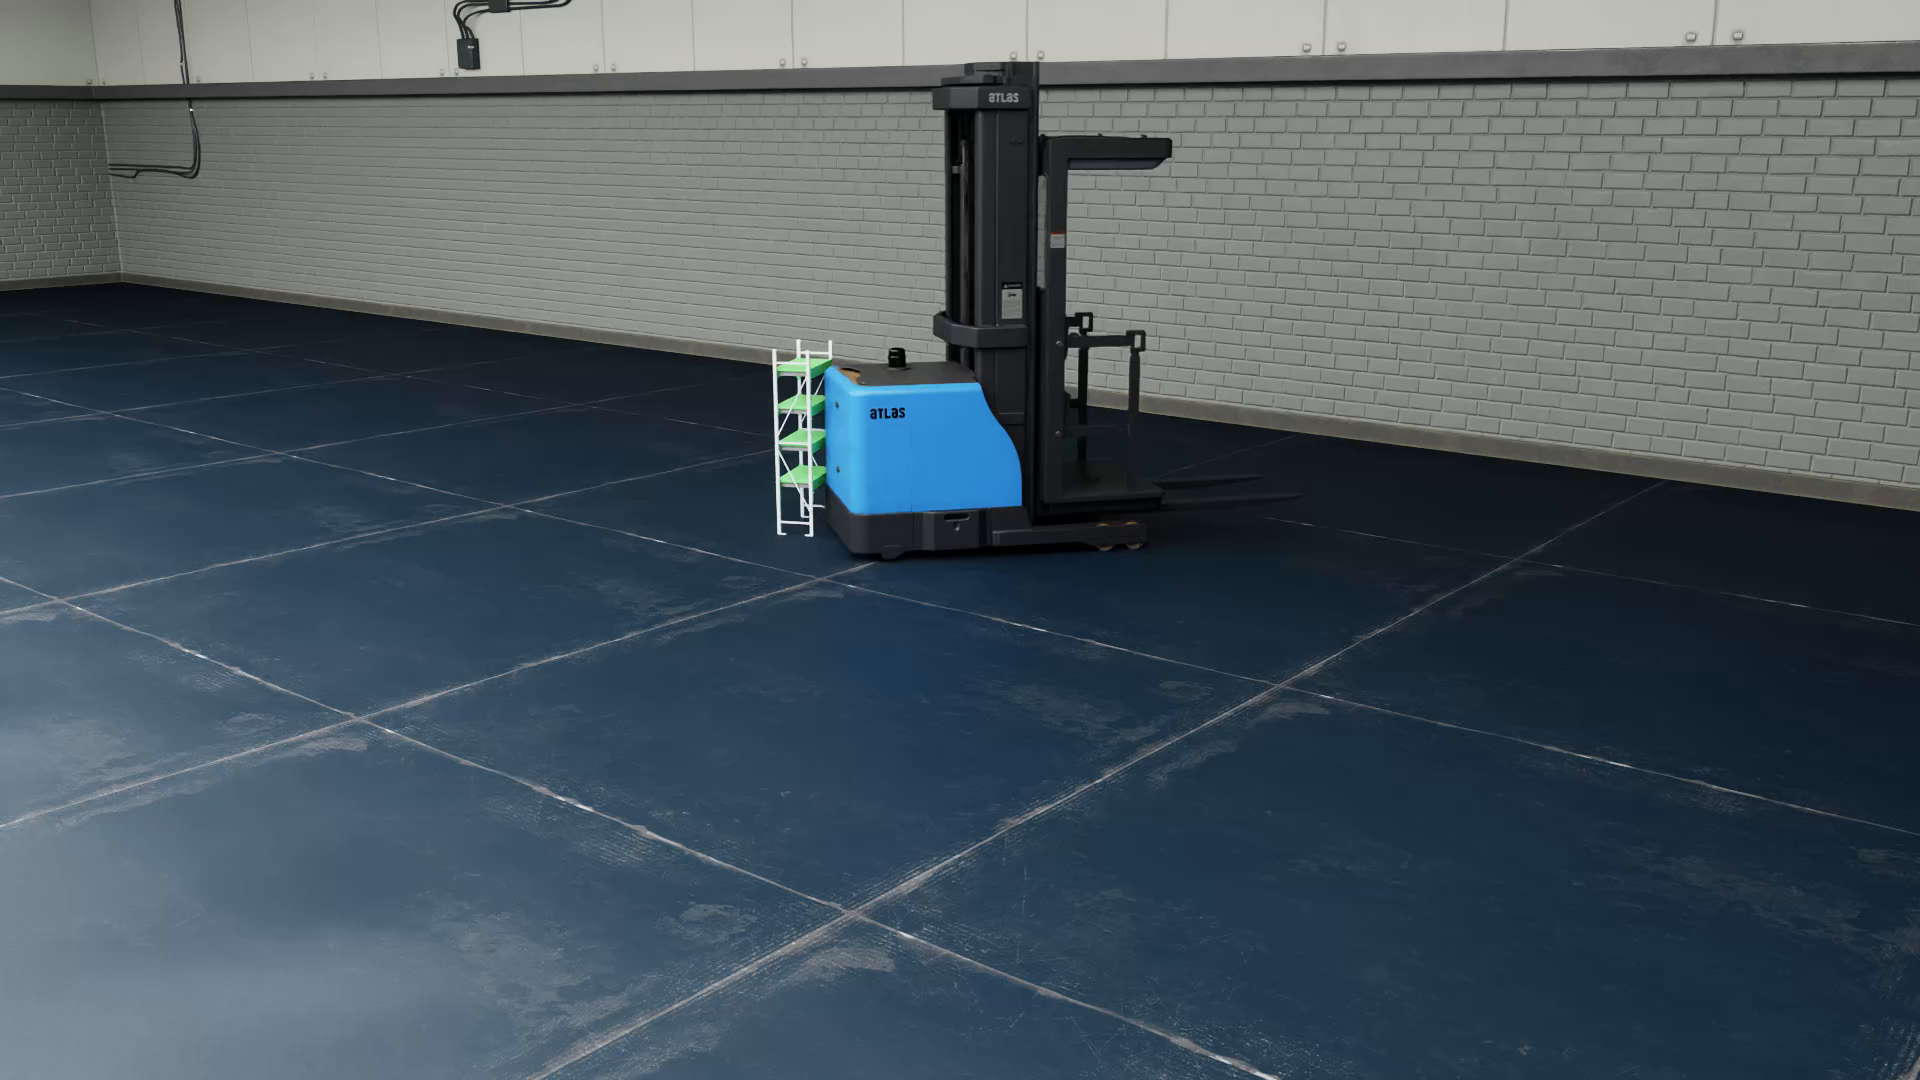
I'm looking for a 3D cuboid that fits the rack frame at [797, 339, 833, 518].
[{"bbox_3d":[-0.955,-0.730,11.060,0.240,1.200,0.015,3,15,12],"label":"rack frame"}]

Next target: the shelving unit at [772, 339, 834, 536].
[{"bbox_3d":[-1.008,-0.672,10.830,0.258,1.200,0.503,3,15,12],"label":"shelving unit"}]

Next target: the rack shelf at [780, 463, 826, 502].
[{"bbox_3d":[-1.008,-0.377,10.905,0.258,0.148,0.480,3,15,12],"label":"rack shelf"}]

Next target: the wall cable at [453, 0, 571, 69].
[{"bbox_3d":[-5.260,-8.543,19.070,2.305,6.003,0.169,11,18,38],"label":"wall cable"}]

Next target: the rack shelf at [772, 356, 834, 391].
[{"bbox_3d":[-1.008,-1.075,10.727,0.258,0.148,0.480,3,15,12],"label":"rack shelf"}]

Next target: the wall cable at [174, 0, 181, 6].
[{"bbox_3d":[-10.530,-8.892,23.396,3.097,2.526,0.112,11,18,38],"label":"wall cable"}]

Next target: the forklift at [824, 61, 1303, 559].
[{"bbox_3d":[0.690,-1.479,10.492,3.031,2.935,1.130,-4,15,-14],"label":"forklift"}]

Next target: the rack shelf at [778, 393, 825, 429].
[{"bbox_3d":[-1.008,-0.842,10.786,0.258,0.148,0.480,3,15,12],"label":"rack shelf"}]

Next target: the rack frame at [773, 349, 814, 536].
[{"bbox_3d":[-1.062,-0.613,10.599,0.240,1.200,0.015,3,15,12],"label":"rack frame"}]

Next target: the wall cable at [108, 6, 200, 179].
[{"bbox_3d":[-12.634,-6.862,25.666,3.097,2.526,0.112,11,18,38],"label":"wall cable"}]

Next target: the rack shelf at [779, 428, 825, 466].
[{"bbox_3d":[-1.008,-0.610,10.845,0.258,0.148,0.480,3,15,12],"label":"rack shelf"}]
